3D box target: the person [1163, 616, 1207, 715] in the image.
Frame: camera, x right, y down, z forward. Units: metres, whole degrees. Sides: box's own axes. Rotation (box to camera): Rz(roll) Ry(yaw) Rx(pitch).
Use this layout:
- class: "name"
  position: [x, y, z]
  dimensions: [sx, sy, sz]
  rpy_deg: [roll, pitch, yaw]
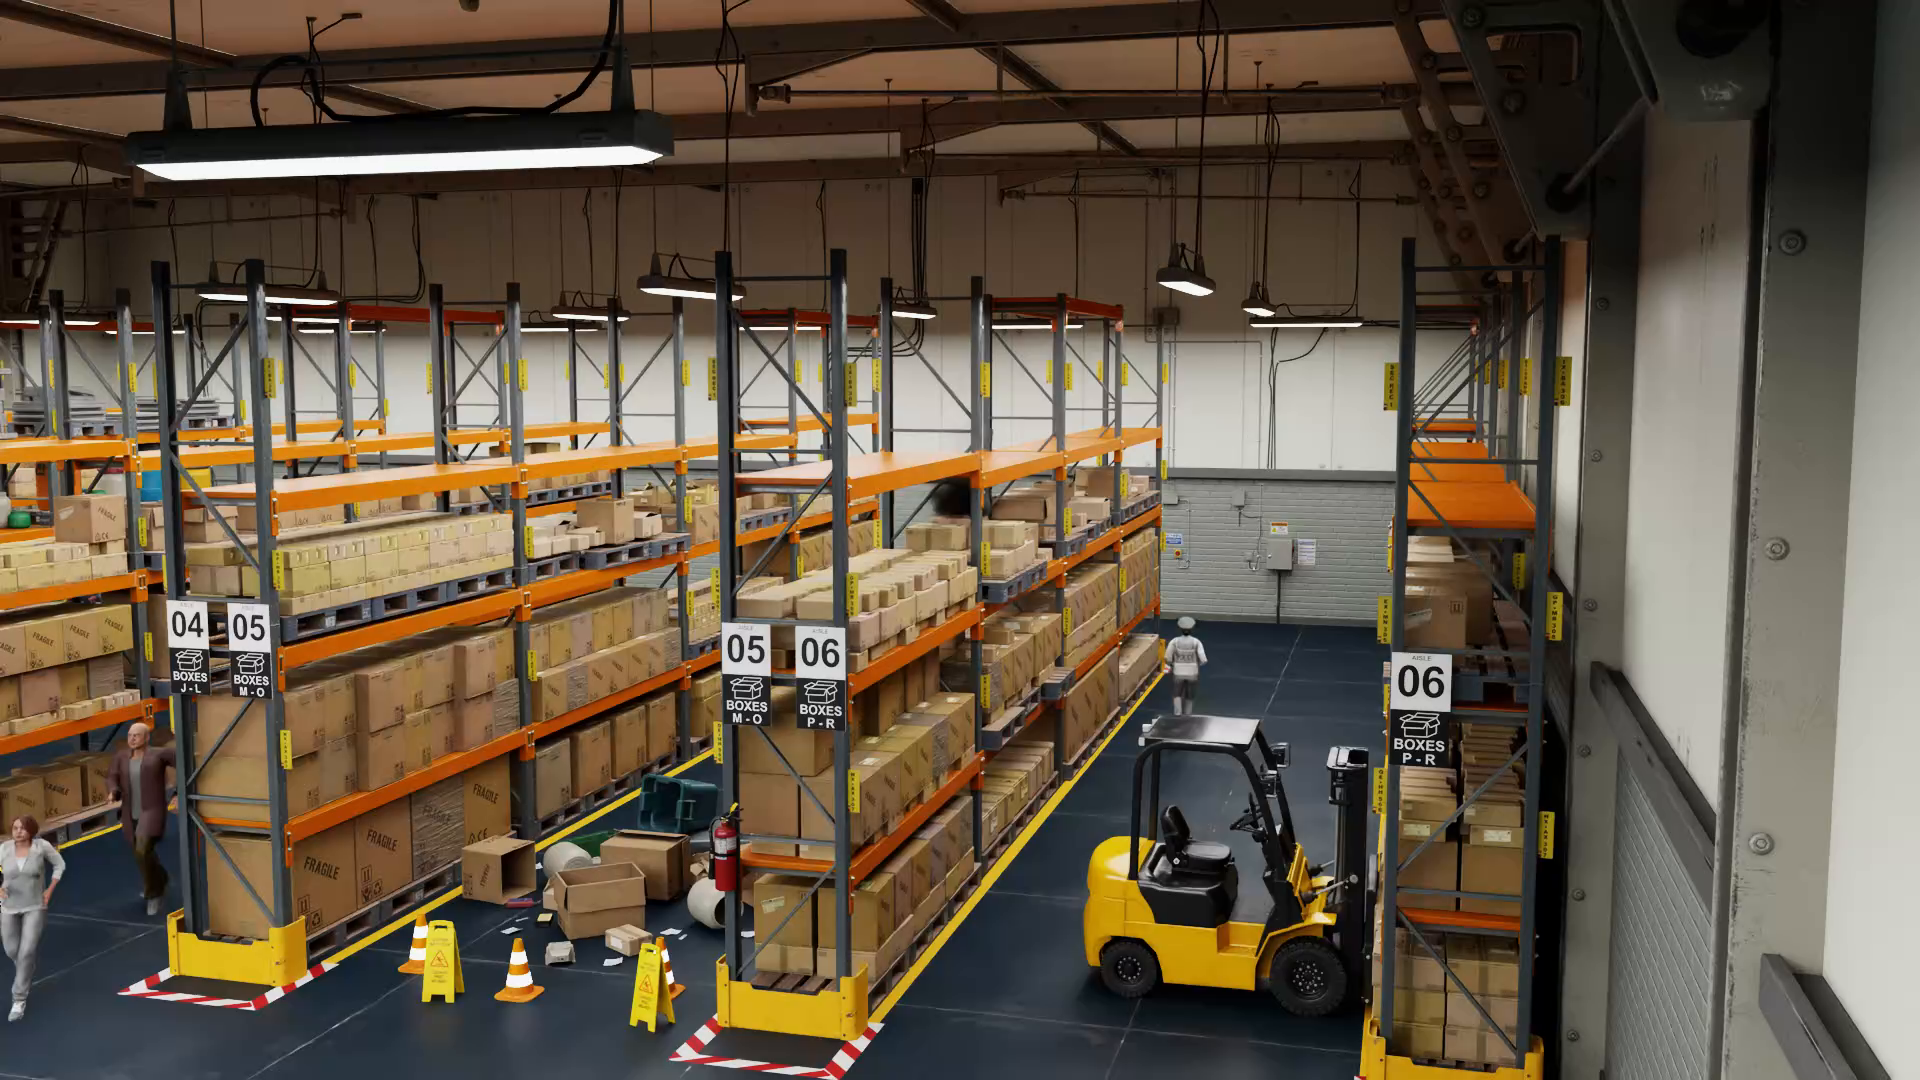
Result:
- class: "person"
  position: [3.150, 1.883, 23.284]
  dimensions: [0.611, 1.649, 0.548]
  rpy_deg: [1, 6, 9]

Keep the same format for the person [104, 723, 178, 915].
- class: "person"
  position: [-7.706, 2.644, 15.747]
  dimensions: [0.740, 1.858, 0.810]
  rpy_deg: [1, 6, 6]

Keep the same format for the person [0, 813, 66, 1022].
- class: "person"
  position: [-7.521, 2.986, 13.402]
  dimensions: [0.564, 1.594, 0.743]
  rpy_deg: [-2, 6, -17]
